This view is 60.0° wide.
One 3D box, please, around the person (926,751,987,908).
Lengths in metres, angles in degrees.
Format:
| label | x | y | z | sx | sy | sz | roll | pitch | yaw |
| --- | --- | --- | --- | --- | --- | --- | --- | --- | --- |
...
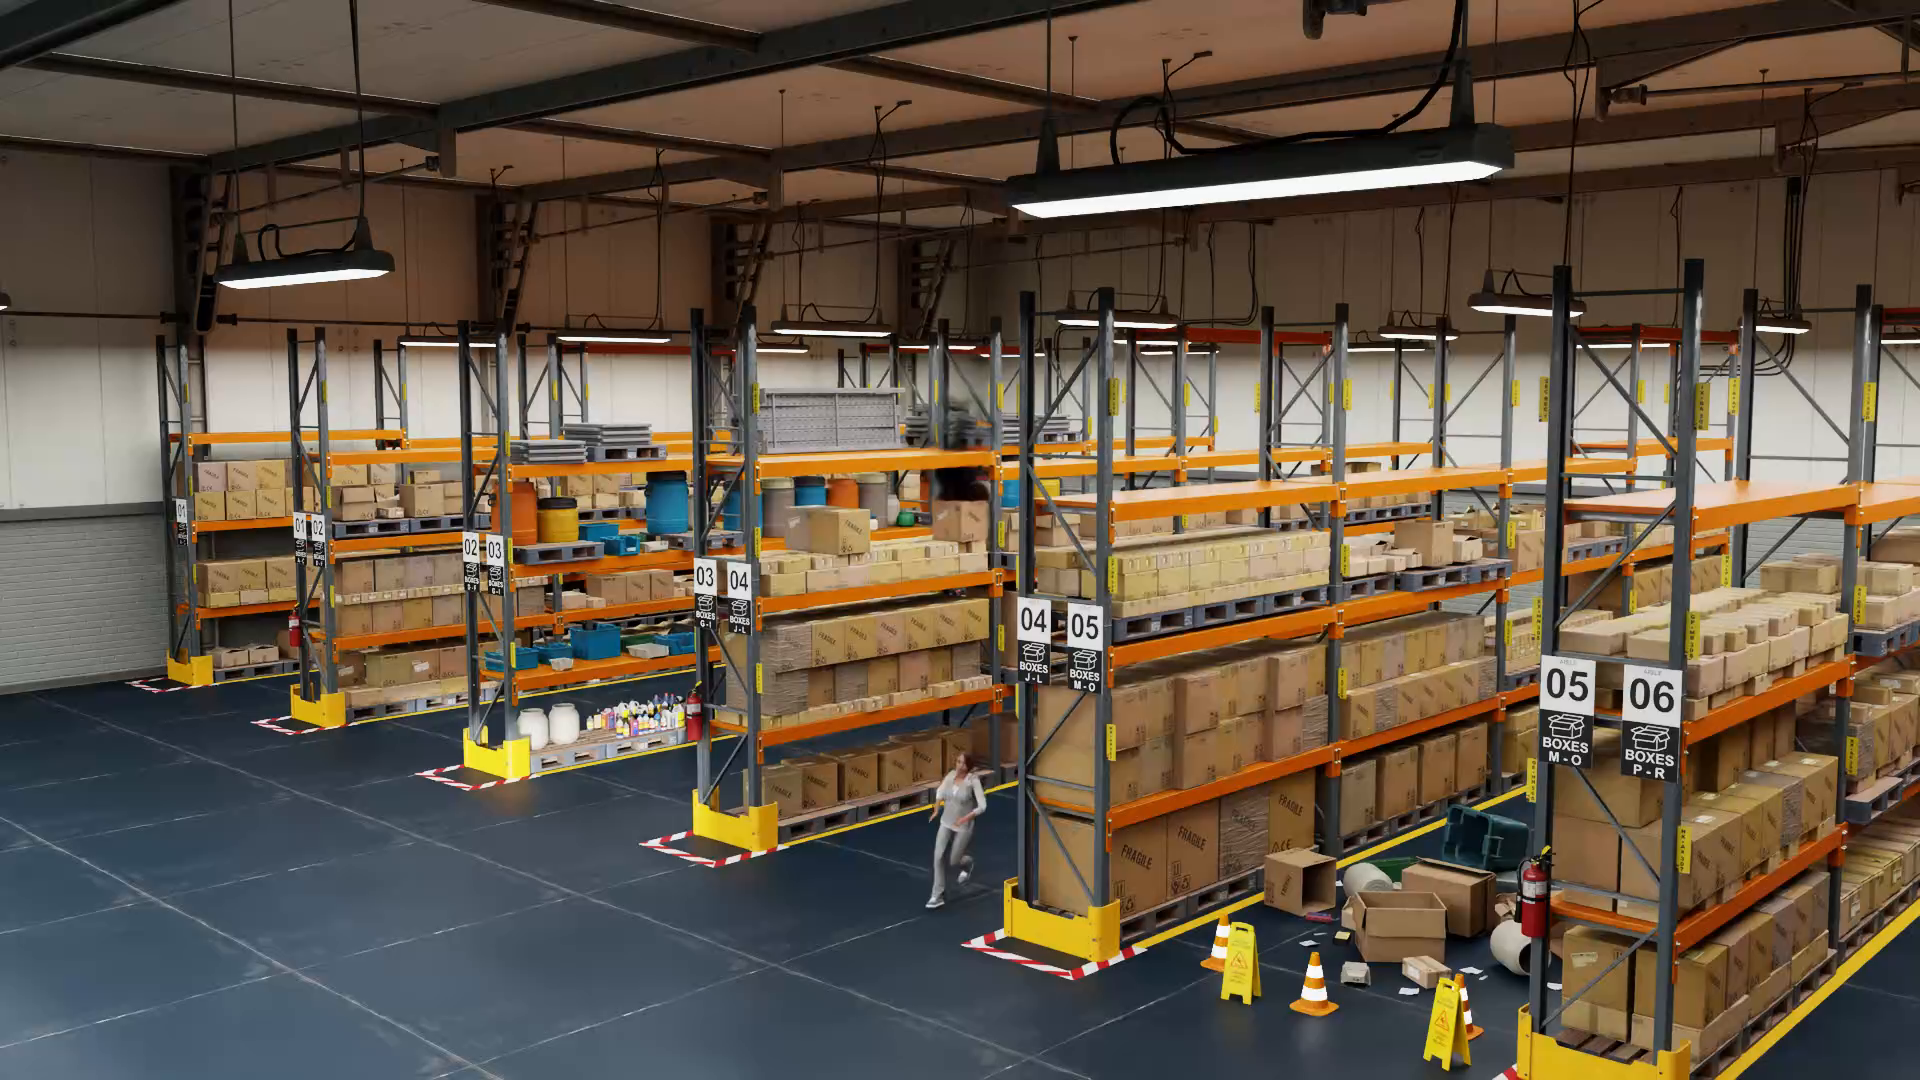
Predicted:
| label | x | y | z | sx | sy | sz | roll | pitch | yaw |
| --- | --- | --- | --- | --- | --- | --- | --- | --- | --- |
| person | -0.008 | 2.839 | 16.478 | 0.588 | 1.547 | 0.760 | 3 | 6 | 27 |

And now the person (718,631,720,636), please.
| label | x | y | z | sx | sy | sz | roll | pitch | yaw |
| --- | --- | --- | --- | --- | --- | --- | --- | --- | --- |
| person | -3.709 | 1.789 | 27.380 | 0.597 | 1.698 | 0.695 | 4 | 7 | 38 |
